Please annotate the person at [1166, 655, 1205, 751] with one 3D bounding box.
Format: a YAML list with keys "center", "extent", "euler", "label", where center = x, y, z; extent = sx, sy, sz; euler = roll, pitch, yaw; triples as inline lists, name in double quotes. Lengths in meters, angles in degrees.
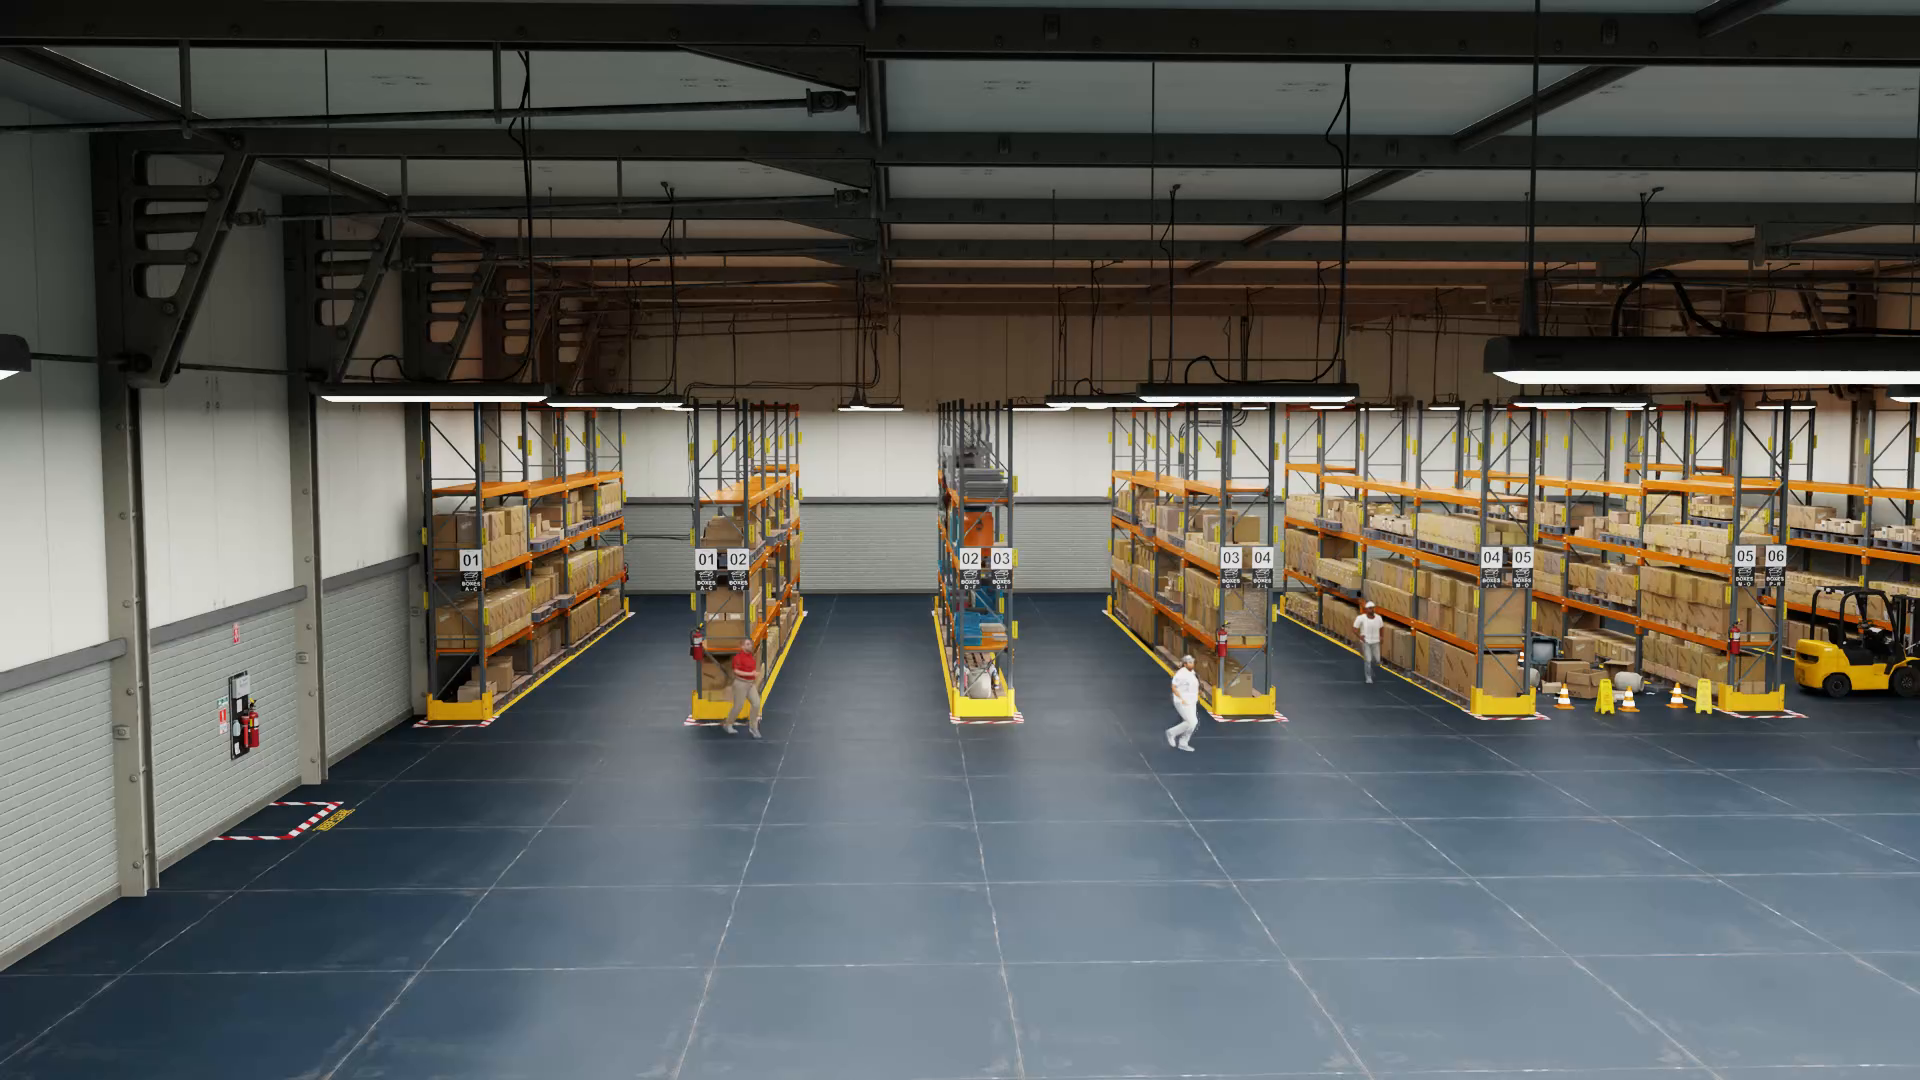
- center: [3.863, 2.768, 28.314]
  extent: [0.581, 1.638, 0.597]
  euler: [3, 5, 33]
  label: "person"

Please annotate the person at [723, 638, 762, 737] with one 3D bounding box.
- center: [-3.816, 2.592, 29.506]
  extent: [0.761, 1.713, 0.677]
  euler: [2, 5, 29]
  label: "person"

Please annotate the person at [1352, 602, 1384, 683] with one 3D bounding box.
- center: [8.703, 2.170, 35.402]
  extent: [0.706, 1.728, 0.575]
  euler: [0, 4, -4]
  label: "person"
